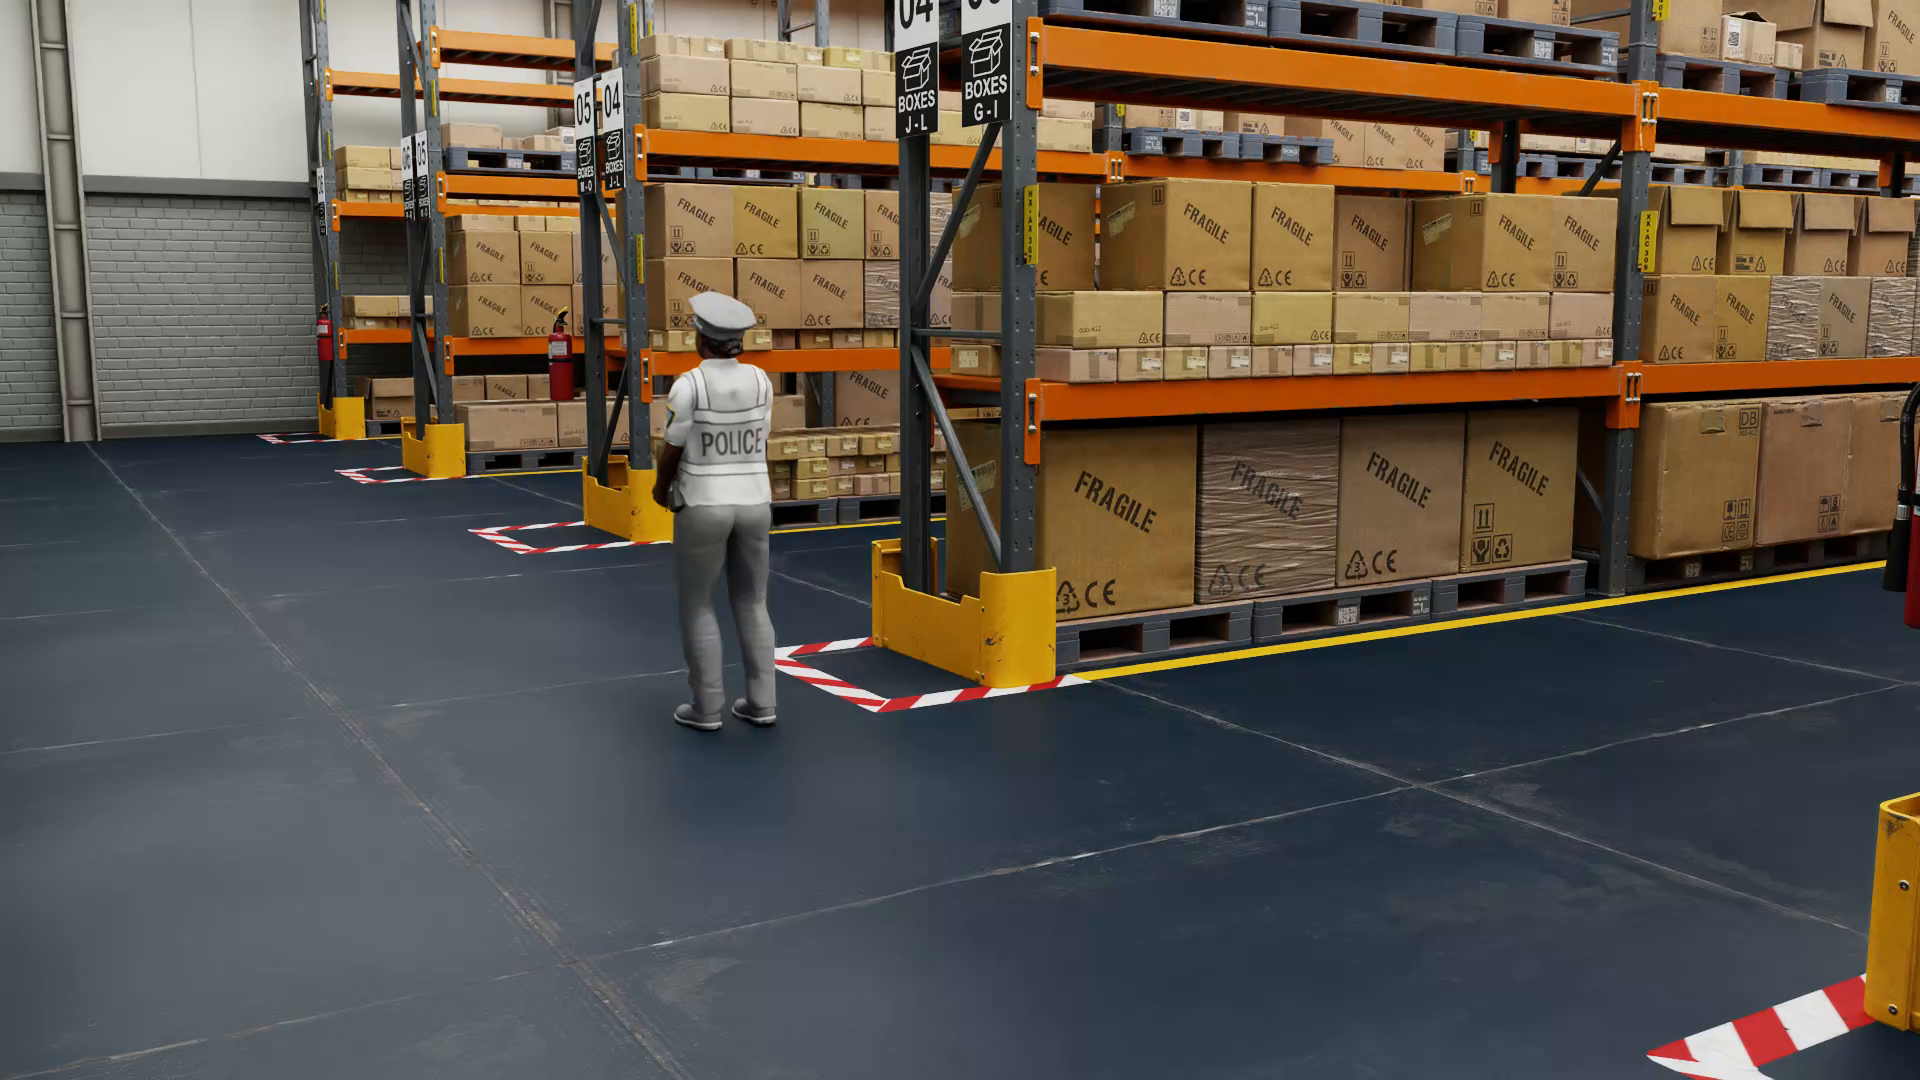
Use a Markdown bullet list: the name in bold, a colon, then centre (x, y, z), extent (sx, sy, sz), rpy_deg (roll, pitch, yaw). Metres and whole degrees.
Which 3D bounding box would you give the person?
- **person**: centre (-0.970, -0.113, 6.479), extent (0.455, 1.697, 0.530), rpy_deg (-6, 10, -35)
